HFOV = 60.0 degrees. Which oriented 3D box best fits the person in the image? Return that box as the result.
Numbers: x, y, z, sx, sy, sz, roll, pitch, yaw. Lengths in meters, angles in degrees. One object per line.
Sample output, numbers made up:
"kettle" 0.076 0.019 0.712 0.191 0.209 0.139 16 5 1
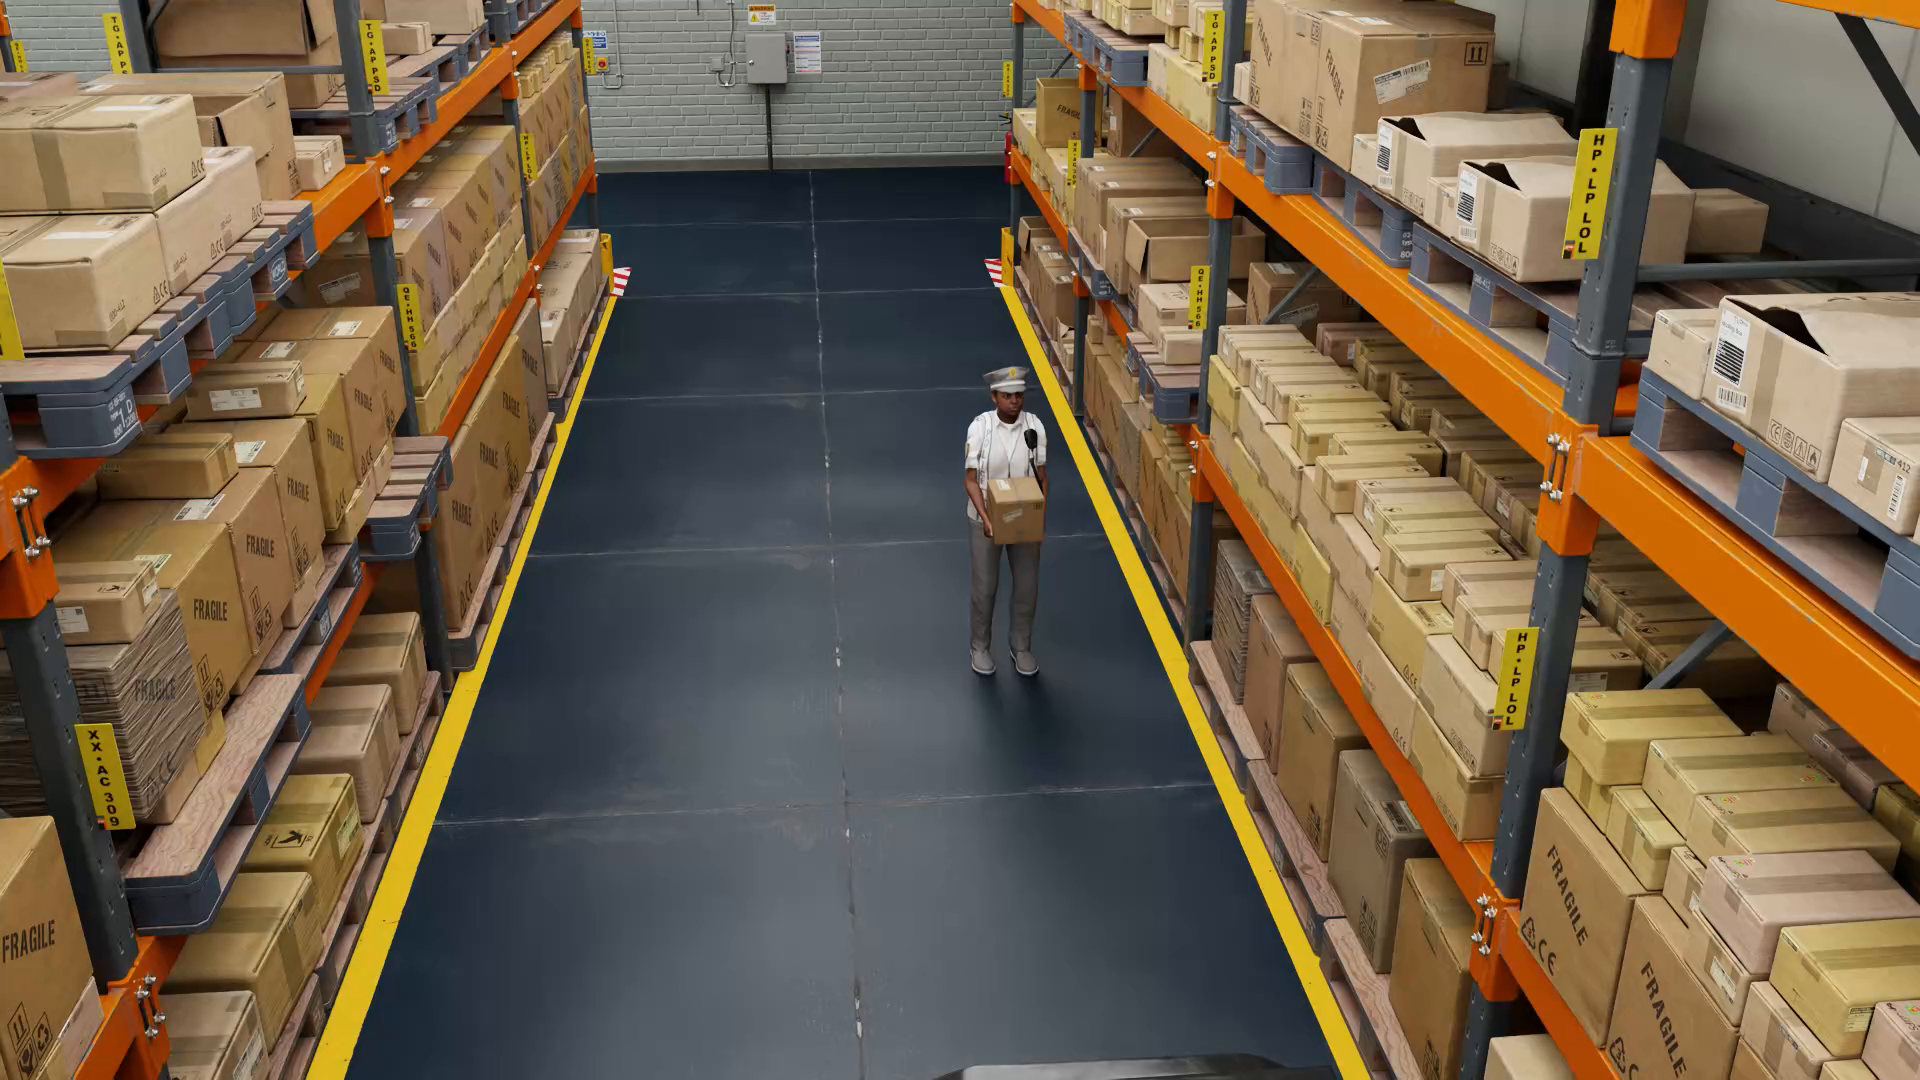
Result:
"person" 0.252 -0.086 8.761 0.450 1.688 0.540 -4 24 -9
